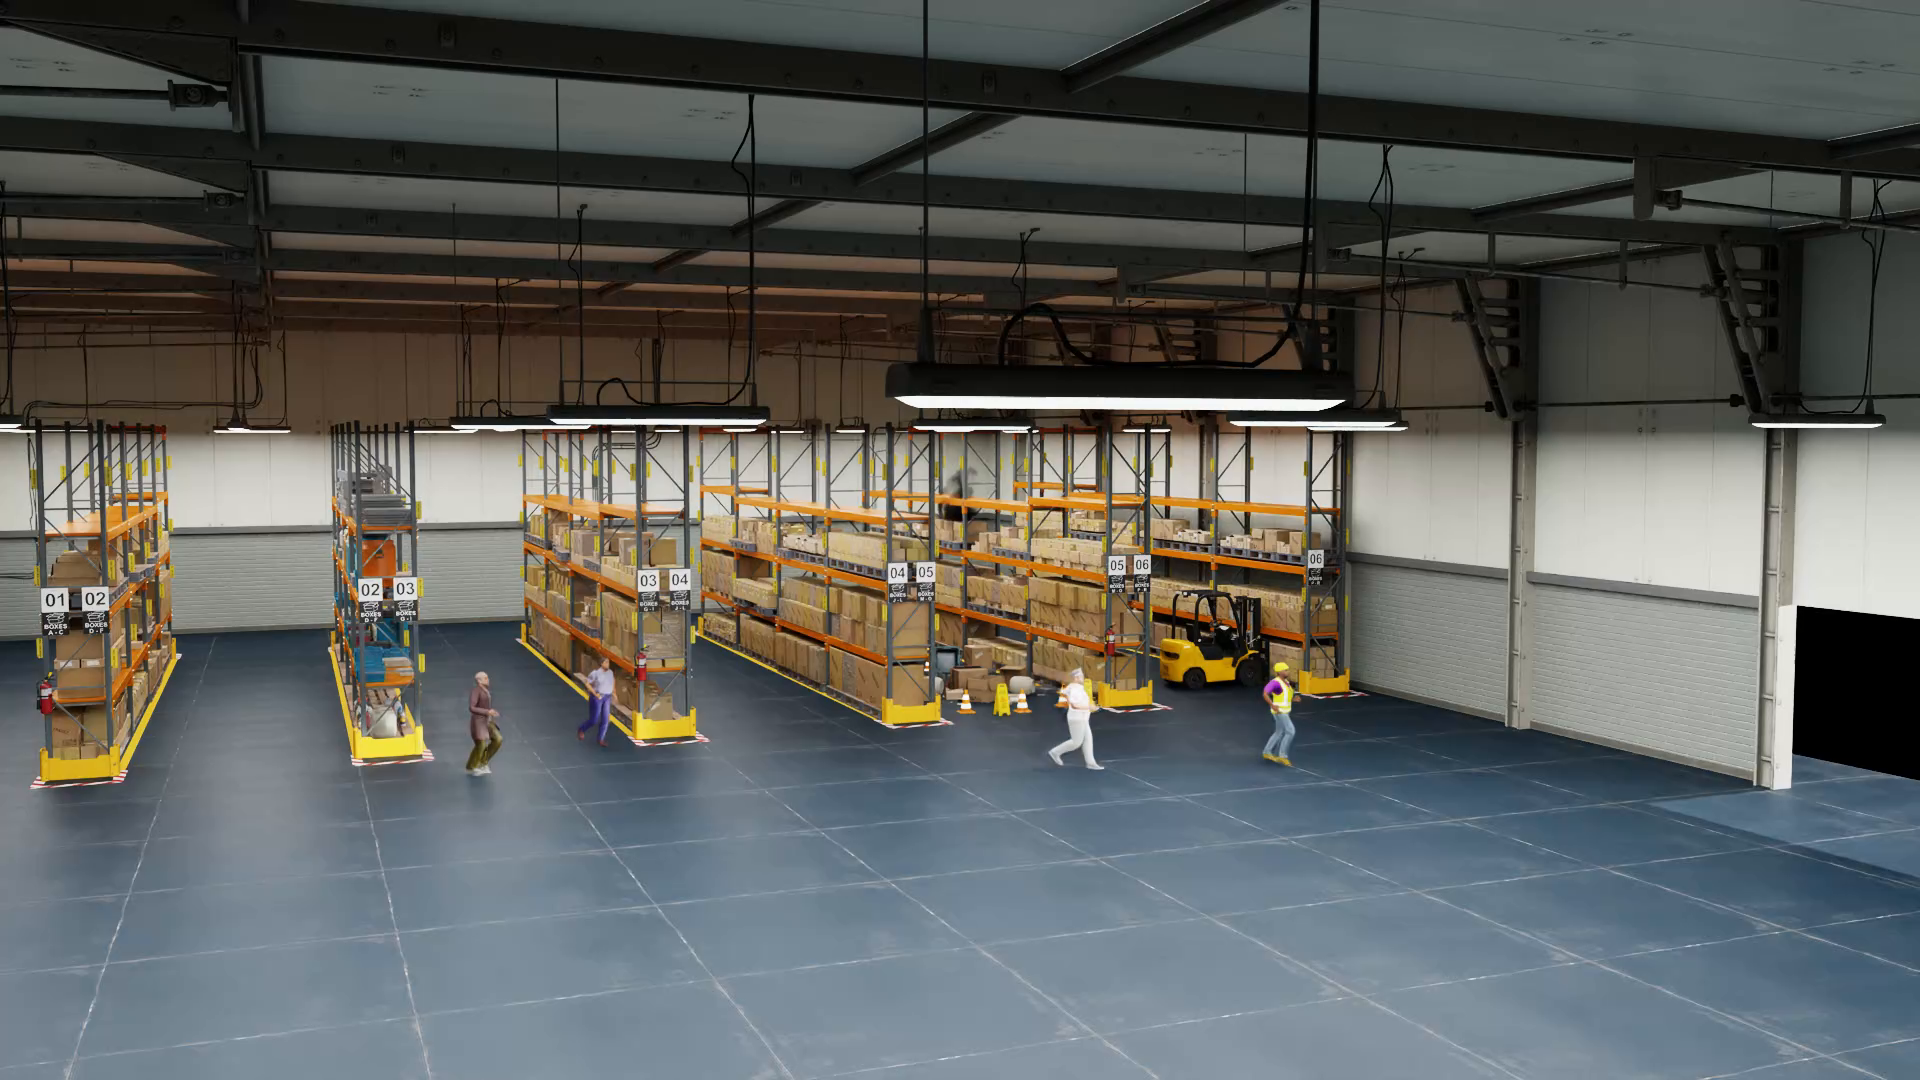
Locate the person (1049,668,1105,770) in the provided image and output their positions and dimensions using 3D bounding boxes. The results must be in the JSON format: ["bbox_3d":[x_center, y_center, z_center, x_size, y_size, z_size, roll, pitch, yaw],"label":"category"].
[{"bbox_3d":[1.997,3.061,28.383,0.954,1.773,0.664,1,4,9],"label":"person"}]

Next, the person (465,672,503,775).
[{"bbox_3d":[-8.014,3.097,27.983,0.722,1.766,0.698,1,4,15],"label":"person"}]

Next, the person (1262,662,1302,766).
[{"bbox_3d":[5.611,3.044,28.996,0.681,1.825,0.681,2,4,25],"label":"person"}]

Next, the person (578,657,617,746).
[{"bbox_3d":[-6.693,3.025,31.016,0.741,1.533,0.679,4,5,45],"label":"person"}]
